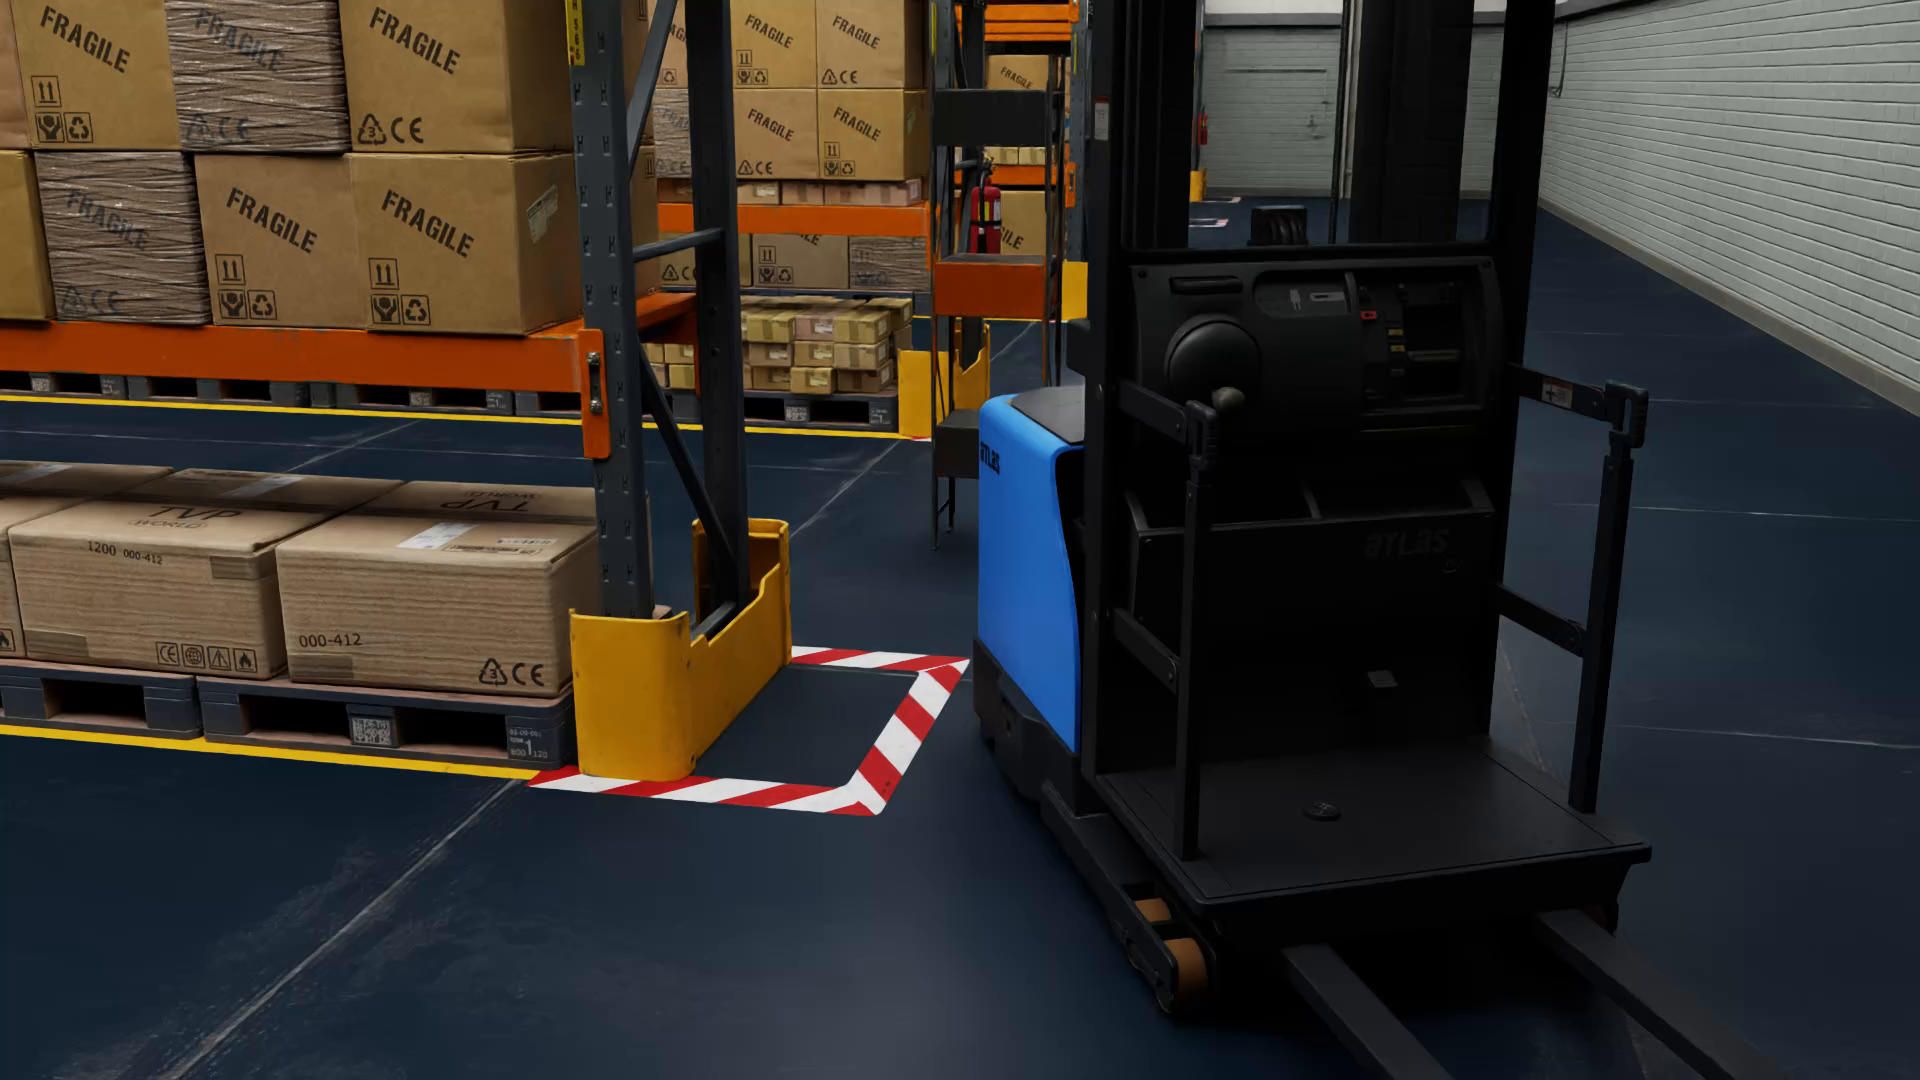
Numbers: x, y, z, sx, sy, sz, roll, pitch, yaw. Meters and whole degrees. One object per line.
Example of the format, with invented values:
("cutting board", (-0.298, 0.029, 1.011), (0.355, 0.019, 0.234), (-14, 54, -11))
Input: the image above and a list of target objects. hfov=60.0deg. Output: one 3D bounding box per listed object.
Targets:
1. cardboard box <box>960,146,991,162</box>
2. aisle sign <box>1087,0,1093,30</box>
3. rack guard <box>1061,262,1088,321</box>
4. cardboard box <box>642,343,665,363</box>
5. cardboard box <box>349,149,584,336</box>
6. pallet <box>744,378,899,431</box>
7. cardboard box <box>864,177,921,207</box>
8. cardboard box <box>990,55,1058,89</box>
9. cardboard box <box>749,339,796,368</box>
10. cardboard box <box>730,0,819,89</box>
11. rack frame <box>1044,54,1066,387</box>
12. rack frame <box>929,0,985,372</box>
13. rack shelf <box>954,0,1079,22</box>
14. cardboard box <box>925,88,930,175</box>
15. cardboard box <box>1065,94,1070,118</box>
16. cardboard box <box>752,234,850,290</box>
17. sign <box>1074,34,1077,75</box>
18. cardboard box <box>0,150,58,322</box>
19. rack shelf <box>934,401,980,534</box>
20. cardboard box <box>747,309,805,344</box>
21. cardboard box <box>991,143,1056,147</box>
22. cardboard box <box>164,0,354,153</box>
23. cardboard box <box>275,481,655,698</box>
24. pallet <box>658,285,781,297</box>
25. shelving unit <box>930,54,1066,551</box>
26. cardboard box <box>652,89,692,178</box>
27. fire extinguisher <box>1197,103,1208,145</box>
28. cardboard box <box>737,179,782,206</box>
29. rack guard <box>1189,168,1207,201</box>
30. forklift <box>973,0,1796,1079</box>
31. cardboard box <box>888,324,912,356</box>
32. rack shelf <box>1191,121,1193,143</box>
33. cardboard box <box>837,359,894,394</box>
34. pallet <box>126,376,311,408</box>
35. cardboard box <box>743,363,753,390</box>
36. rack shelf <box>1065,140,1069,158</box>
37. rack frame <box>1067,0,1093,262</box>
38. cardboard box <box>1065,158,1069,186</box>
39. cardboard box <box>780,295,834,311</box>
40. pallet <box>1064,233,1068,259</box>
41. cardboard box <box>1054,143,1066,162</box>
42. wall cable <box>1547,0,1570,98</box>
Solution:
("cardboard box", (0.161, -3.321, 14.333), (0.250, 0.149, 0.380), (3, 16, 11))
("aisle sign", (1.088, -4.653, 13.800), (0.004, 0.787, 0.394), (3, 16, 11))
("rack guard", (1.101, -2.276, 14.773), (0.348, 0.500, 1.175), (3, 16, 11))
("cardboard box", (-1.851, -1.185, 10.148), (0.250, 0.149, 0.380), (4, 16, 14))
("cardboard box", (-1.423, -0.894, 4.915), (0.500, 0.500, 0.500), (3, 16, 11))
("pallet", (-0.874, -0.903, 10.356), (1.213, 0.211, 1.003), (3, 16, 11))
("cardboard box", (-0.386, -2.012, 9.609), (0.250, 0.149, 0.380), (3, 16, 11))
("cardboard box", (0.548, -3.872, 14.170), (0.500, 0.500, 0.500), (3, 16, 12))
("cardboard box", (-1.094, -1.143, 9.994), (0.250, 0.149, 0.380), (2, 16, 9))
("cardboard box", (-1.005, -2.850, 9.543), (0.500, 0.500, 0.500), (3, 16, 9))
("rack frame", (0.401, -0.990, 7.133), (0.015, 2.100, 0.400), (3, 16, 11))
("rack frame", (-0.010, -2.190, 9.780), (0.127, 3.000, 1.000), (3, 16, 11))
("rack shelf", (-0.882, -4.688, 14.524), (4.000, 0.370, 1.077), (3, 16, 11))
("cardboard box", (-0.395, -2.478, 10.074), (0.500, 0.500, 0.500), (4, 16, 14))
("cardboard box", (1.565, -6.129, 23.812), (0.500, 0.500, 0.500), (3, 16, 12))
("cardboard box", (-1.330, -2.770, 15.065), (0.875, 0.875, 0.875), (3, 16, 11))
("sign", (0.956, -4.013, 13.748), (0.005, 0.325, 0.100), (3, 16, 11))
("cardboard box", (-2.926, -0.974, 5.202), (0.500, 0.500, 0.500), (4, 16, 13))
("rack shelf", (0.162, -0.315, 7.370), (0.480, 0.518, 0.431), (3, 16, 11))
("cardboard box", (-1.093, -1.276, 9.919), (0.250, 0.149, 0.380), (3, 16, 10))
("cardboard box", (0.550, -3.510, 14.267), (0.500, 0.250, 0.500), (3, 16, 10))
("cardboard box", (-1.935, -1.403, 4.879), (0.500, 0.500, 0.500), (3, 16, 11))
("cardboard box", (-1.564, 0.134, 5.404), (0.875, 0.438, 0.875), (3, 16, 9))
("pallet", (-2.113, -2.290, 15.365), (1.213, 0.211, 1.003), (3, 16, 11))
("shelving unit", (0.162, -1.003, 7.180), (0.503, 2.100, 0.431), (3, 16, 11))
("cardboard box", (-1.504, -2.391, 9.762), (0.500, 0.500, 0.500), (3, 16, 11))
("fire extinguisher", (4.095, -7.024, 28.073), (0.183, 0.674, 0.296), (3, 16, 11))
("cardboard box", (-1.125, -2.052, 9.753), (0.250, 0.149, 0.380), (4, 16, 13))
("rack guard", (4.062, -6.164, 28.807), (0.348, 0.500, 1.175), (3, 16, 11))
("forklift", (0.904, -0.474, 3.712), (1.130, 2.935, 3.031), (-4, 16, -14))
("cardboard box", (-0.472, -1.257, 10.407), (0.250, 0.149, 0.380), (4, 16, 13))
("rack shelf", (2.079, -7.129, 28.958), (4.000, 0.370, 1.077), (3, 16, 11))
("cardboard box", (-0.567, -0.992, 10.008), (0.250, 0.149, 0.380), (3, 16, 12))
("pallet", (-4.693, -1.100, 11.068), (1.213, 0.211, 1.003), (3, 16, 11))
("cardboard box", (-1.326, -1.026, 10.129), (0.250, 0.149, 0.380), (3, 16, 12))
("rack shelf", (0.105, -4.538, 19.602), (4.000, 0.370, 1.077), (3, 16, 11))
("rack frame", (1.077, -3.482, 14.444), (0.127, 3.000, 1.000), (3, 16, 11))
("cardboard box", (1.825, -6.458, 29.083), (0.500, 0.500, 0.700), (3, 16, 12))
("cardboard box", (-0.971, -1.452, 10.555), (0.250, 0.149, 0.380), (3, 16, 11))
("pallet", (1.264, -3.488, 19.689), (1.213, 0.211, 1.003), (3, 16, 11))
("cardboard box", (0.795, -3.466, 14.858), (0.250, 0.149, 0.380), (3, 16, 12))
("wall cable", (9.510, -8.370, 26.668), (0.112, 2.526, 3.097), (3, 16, 11))
